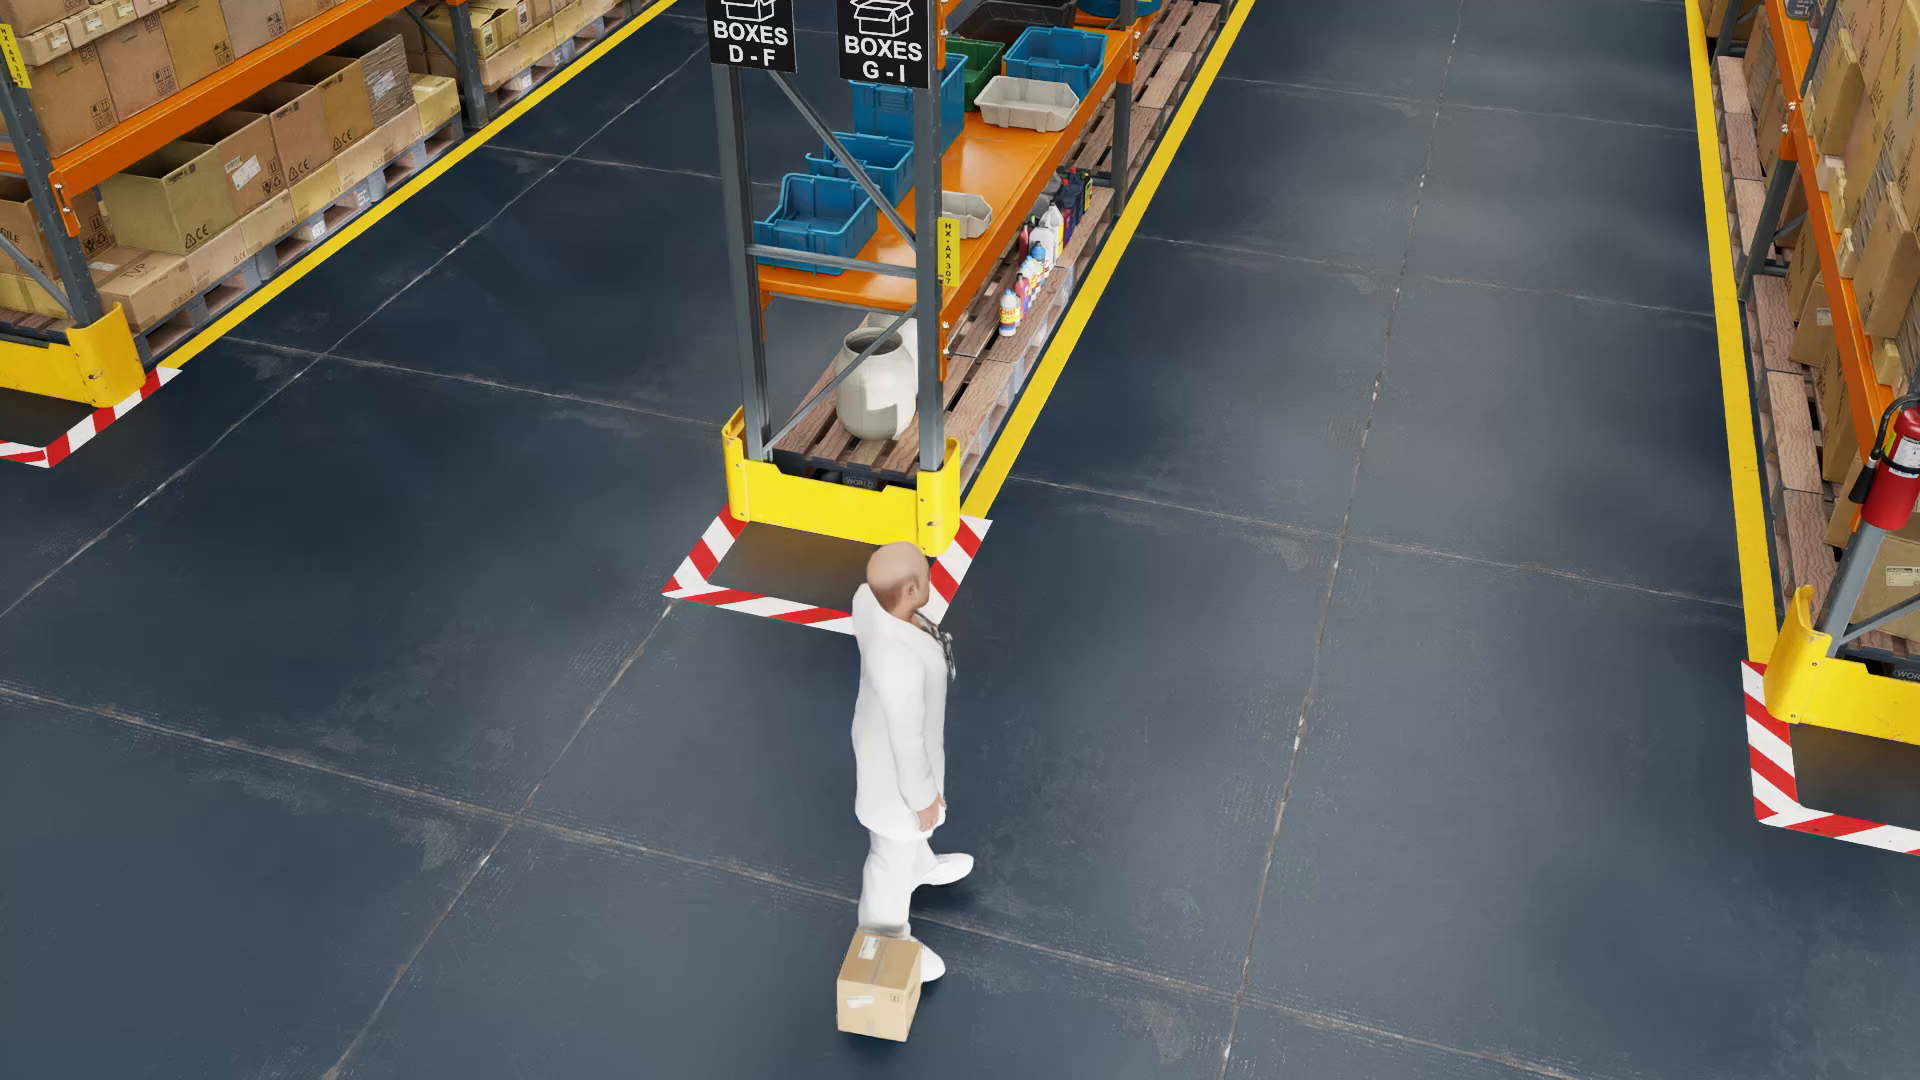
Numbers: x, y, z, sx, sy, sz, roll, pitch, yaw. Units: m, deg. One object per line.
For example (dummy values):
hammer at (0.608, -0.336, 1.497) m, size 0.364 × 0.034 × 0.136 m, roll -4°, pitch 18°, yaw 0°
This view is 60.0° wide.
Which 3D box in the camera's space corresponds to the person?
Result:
person at (-0.164, 0.732, 5.865) m, size 0.507 × 1.788 × 0.649 m, roll -6°, pitch 37°, yaw -9°
